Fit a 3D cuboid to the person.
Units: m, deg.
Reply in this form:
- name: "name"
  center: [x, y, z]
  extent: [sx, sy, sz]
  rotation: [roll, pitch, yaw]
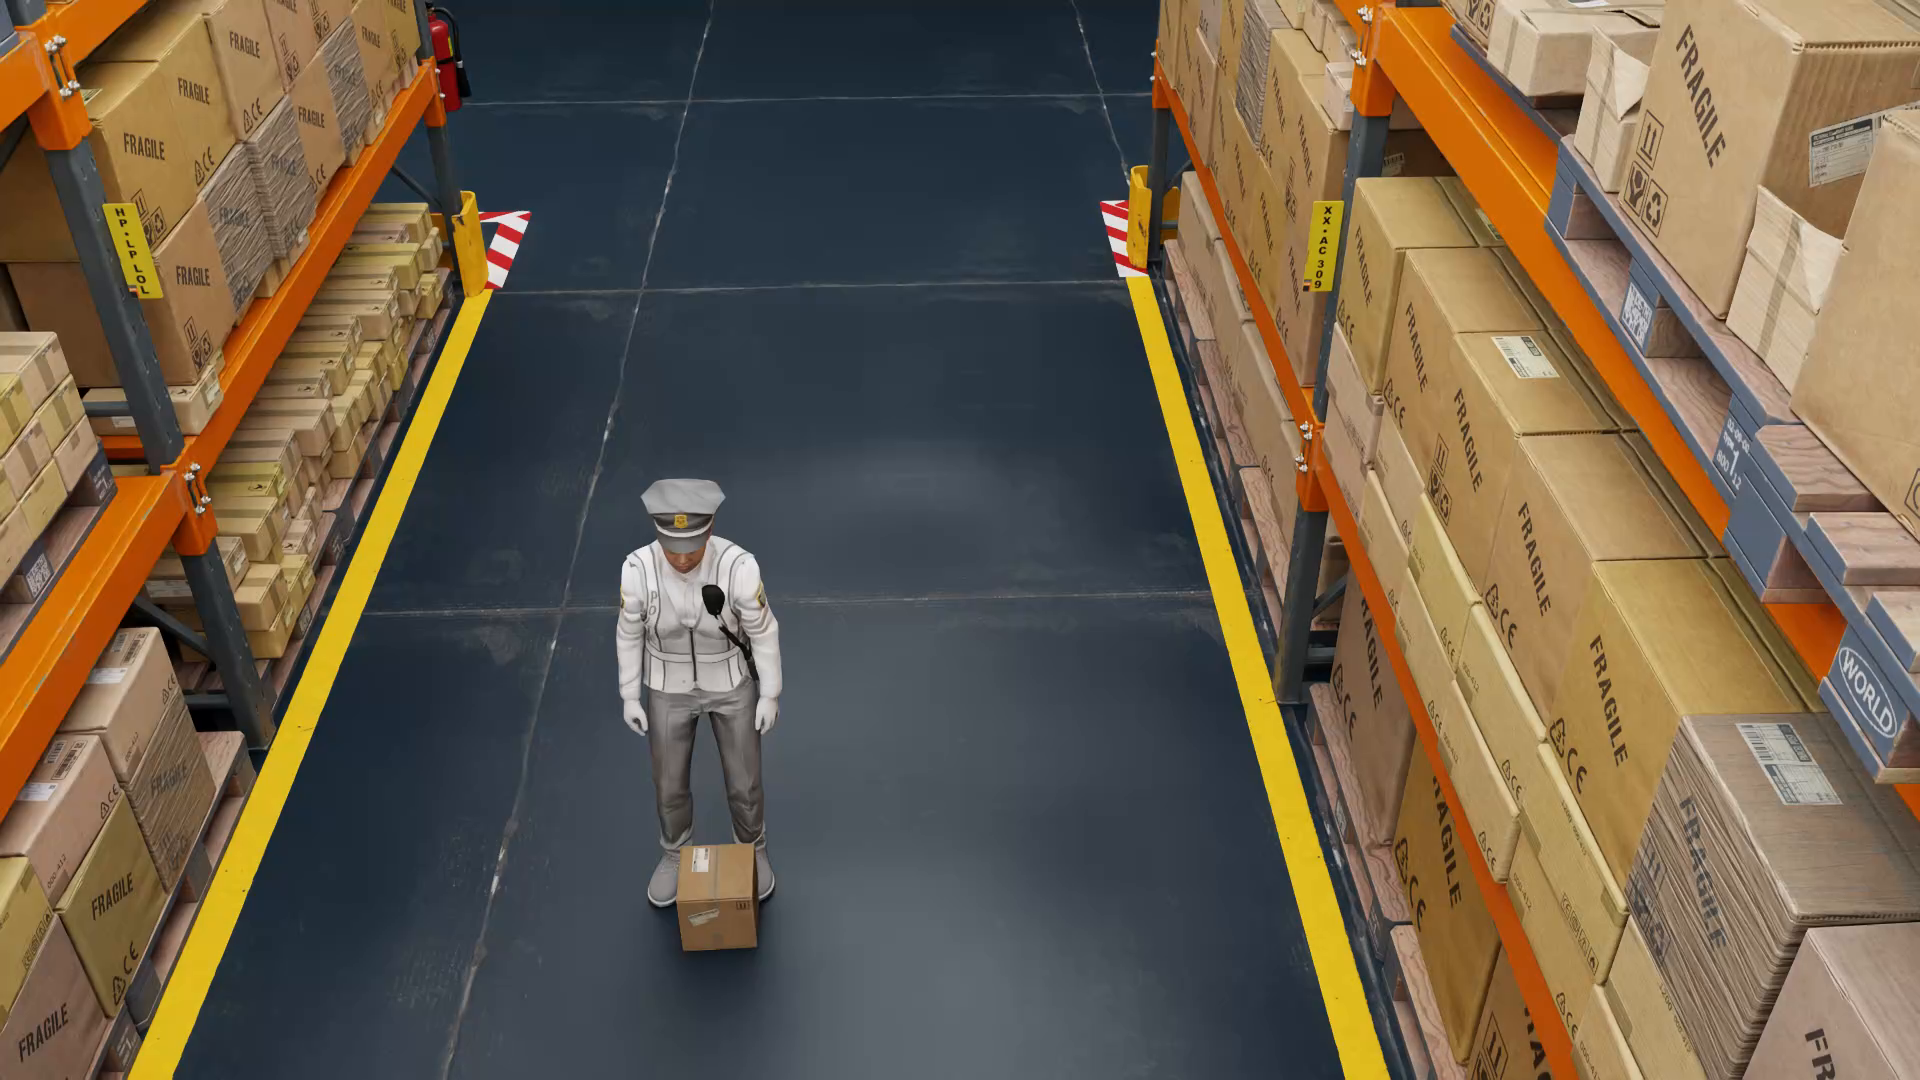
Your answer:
- name: "person"
  center: [-0.843, 0.500, 5.440]
  extent: [0.530, 1.664, 0.371]
  rotation: [-1, 35, -2]
